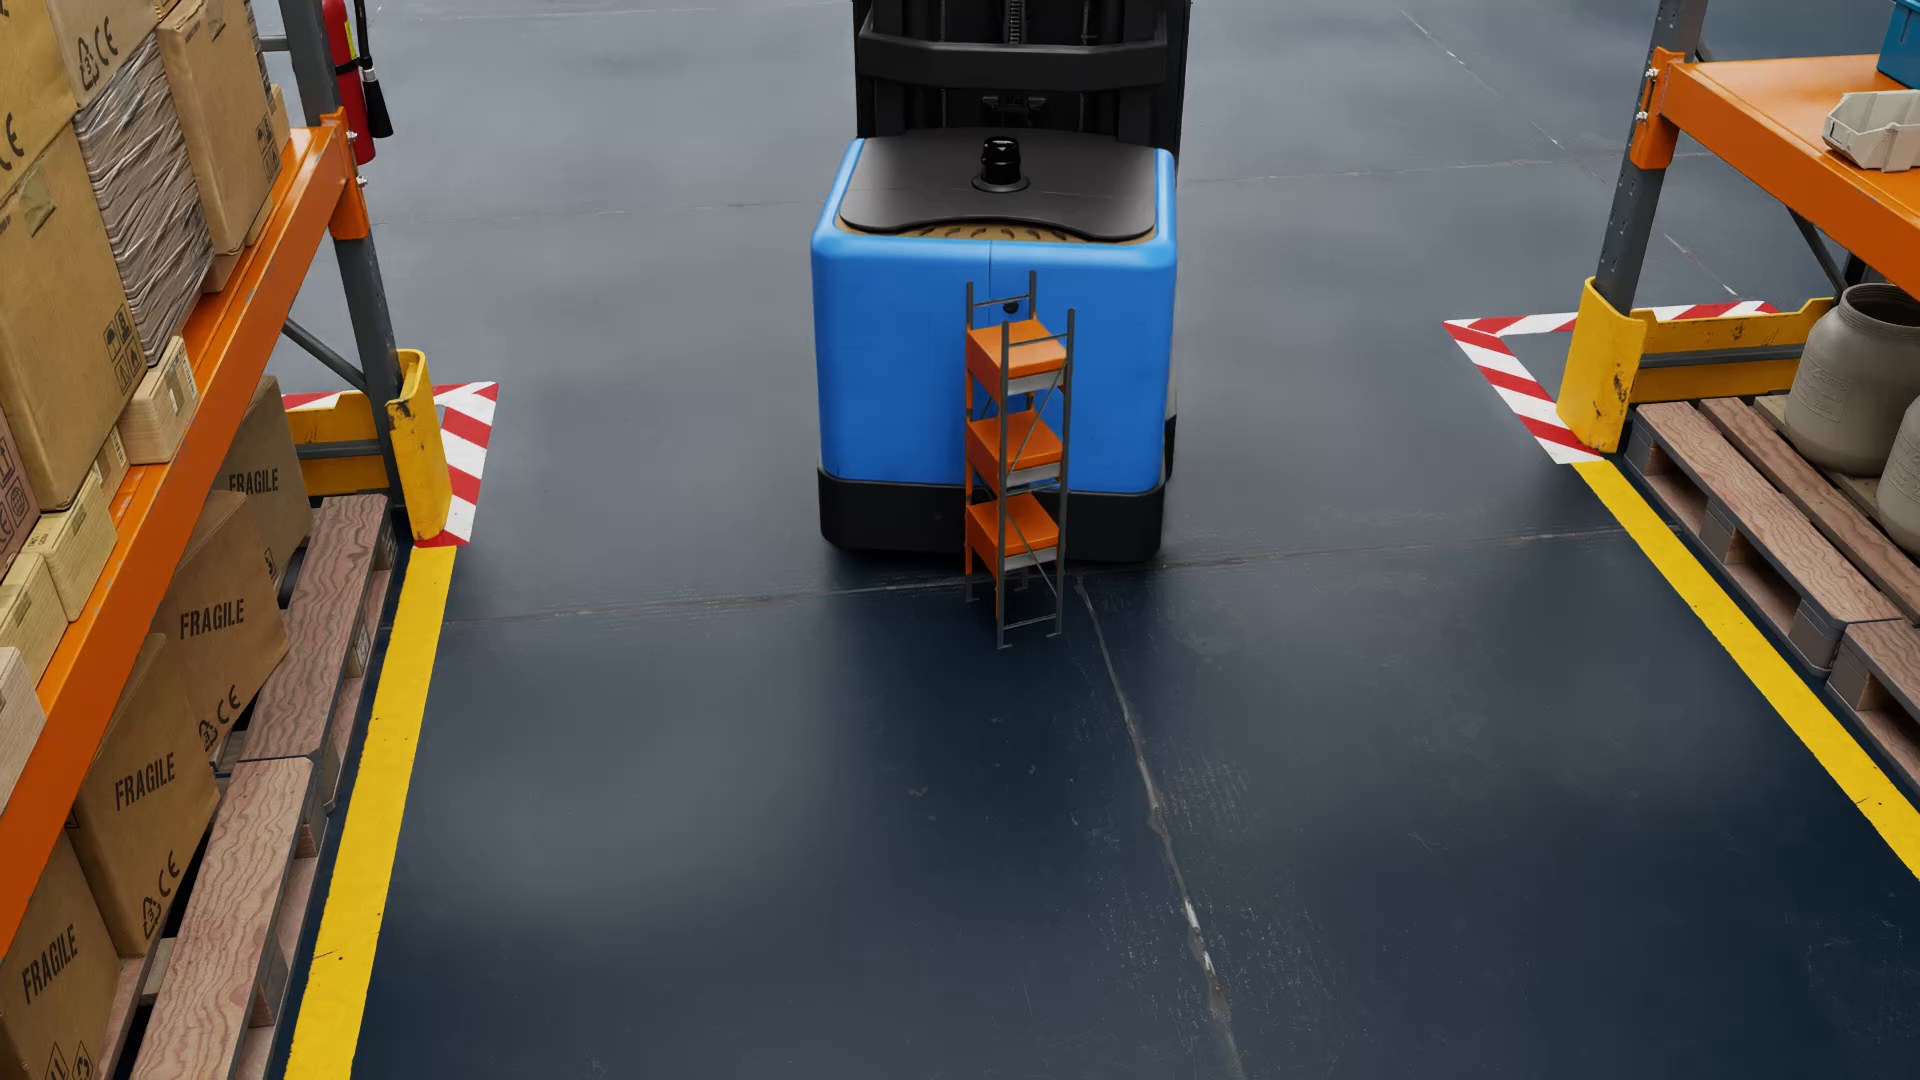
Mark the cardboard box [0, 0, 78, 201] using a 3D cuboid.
[{"bbox_3d":[-1.734,-0.788,2.501,0.500,0.500,0.500,-4,35,-6],"label":"cardboard box"}]

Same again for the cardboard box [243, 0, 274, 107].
[{"bbox_3d":[-2.203,-1.191,3.981,0.875,0.500,0.500,-4,35,-6],"label":"cardboard box"}]

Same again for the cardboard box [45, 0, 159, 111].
[{"bbox_3d":[-1.793,-1.067,2.912,0.500,0.500,0.500,-4,35,-6],"label":"cardboard box"}]

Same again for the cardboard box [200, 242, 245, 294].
[{"bbox_3d":[-1.871,-0.673,3.797,0.380,0.149,0.250,-4,35,-6],"label":"cardboard box"}]

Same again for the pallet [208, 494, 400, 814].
[{"bbox_3d":[-2.165,0.315,4.600,1.003,0.211,1.213,-4,35,-6],"label":"pallet"}]

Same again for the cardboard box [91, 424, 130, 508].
[{"bbox_3d":[-1.736,-0.115,2.978,0.380,0.149,0.250,-4,35,-6],"label":"cardboard box"}]

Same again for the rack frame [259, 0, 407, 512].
[{"bbox_3d":[-2.250,-1.336,4.547,1.000,3.000,0.127,-4,35,-6],"label":"rack frame"}]

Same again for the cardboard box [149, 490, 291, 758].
[{"bbox_3d":[-2.068,0.204,4.133,0.500,0.500,0.500,4,35,6],"label":"cardboard box"}]

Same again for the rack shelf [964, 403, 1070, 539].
[{"bbox_3d":[0.155,-0.194,4.621,0.215,0.259,0.240,-13,36,-18],"label":"rack shelf"}]

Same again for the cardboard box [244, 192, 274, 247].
[{"bbox_3d":[-1.889,-0.813,4.003,0.380,0.149,0.250,-4,35,-6],"label":"cardboard box"}]

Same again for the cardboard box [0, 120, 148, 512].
[{"bbox_3d":[-1.937,-0.359,2.760,0.875,0.500,0.500,-4,35,-6],"label":"cardboard box"}]

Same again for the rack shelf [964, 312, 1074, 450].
[{"bbox_3d":[0.155,-0.428,4.461,0.215,0.259,0.240,-13,36,-18],"label":"rack shelf"}]

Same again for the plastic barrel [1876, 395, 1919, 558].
[{"bbox_3d":[2.890,-0.215,4.738,0.421,0.512,0.421,0,34,0],"label":"plastic barrel"}]

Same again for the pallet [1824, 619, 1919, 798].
[{"bbox_3d":[2.980,0.613,4.163,1.003,0.211,1.213,-4,35,-6],"label":"pallet"}]

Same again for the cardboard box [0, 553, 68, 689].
[{"bbox_3d":[-1.635,0.162,2.572,0.380,0.149,0.250,-4,35,-6],"label":"cardboard box"}]

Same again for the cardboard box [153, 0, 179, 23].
[{"bbox_3d":[-1.858,-1.346,3.321,0.500,0.500,0.500,-4,35,-6],"label":"cardboard box"}]

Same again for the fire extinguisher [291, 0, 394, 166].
[{"bbox_3d":[-1.808,-1.403,4.713,0.296,0.674,0.183,-4,35,-6],"label":"fire extinguisher"}]

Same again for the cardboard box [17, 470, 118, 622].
[{"bbox_3d":[-1.657,0.021,2.778,0.380,0.149,0.250,-4,35,-6],"label":"cardboard box"}]

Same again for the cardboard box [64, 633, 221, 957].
[{"bbox_3d":[-2.002,0.555,3.619,0.500,0.500,0.500,-1,34,-2],"label":"cardboard box"}]

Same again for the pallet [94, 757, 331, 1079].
[{"bbox_3d":[-2.004,0.994,3.604,1.003,0.211,1.213,-4,35,-6],"label":"pallet"}]

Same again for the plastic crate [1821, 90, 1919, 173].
[{"bbox_3d":[2.460,-1.078,4.403,0.298,0.136,0.250,-4,35,-6],"label":"plastic crate"}]

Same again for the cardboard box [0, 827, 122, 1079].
[{"bbox_3d":[-1.972,0.870,3.157,0.500,0.500,0.500,-7,35,-11],"label":"cardboard box"}]

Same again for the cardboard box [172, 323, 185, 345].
[{"bbox_3d":[-1.822,-0.392,3.385,0.380,0.149,0.250,-4,35,-6],"label":"cardboard box"}]

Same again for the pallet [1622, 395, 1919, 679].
[{"bbox_3d":[2.819,-0.066,5.159,1.003,0.211,1.213,-4,35,-6],"label":"pallet"}]

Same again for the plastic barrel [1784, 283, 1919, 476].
[{"bbox_3d":[2.823,-0.495,5.149,0.421,0.512,0.421,0,34,0],"label":"plastic barrel"}]

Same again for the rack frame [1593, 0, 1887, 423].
[{"bbox_3d":[2.658,-1.711,5.097,1.000,3.000,0.127,-4,35,-6],"label":"rack frame"}]

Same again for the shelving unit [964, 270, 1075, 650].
[{"bbox_3d":[0.155,-0.203,4.615,0.215,1.050,0.252,-13,36,-18],"label":"shelving unit"}]

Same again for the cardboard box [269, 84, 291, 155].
[{"bbox_3d":[-2.007,-1.089,4.407,0.380,0.149,0.250,-4,35,-6],"label":"cardboard box"}]

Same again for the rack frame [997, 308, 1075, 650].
[{"bbox_3d":[0.200,-0.139,4.521,0.200,1.050,0.008,-13,36,-18],"label":"rack frame"}]

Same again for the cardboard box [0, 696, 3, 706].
[{"bbox_3d":[-1.743,0.195,1.948,0.875,0.500,0.500,-4,35,-6],"label":"cardboard box"}]

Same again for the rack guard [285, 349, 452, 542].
[{"bbox_3d":[-2.239,-0.260,5.188,1.175,0.500,0.348,-4,35,-6],"label":"rack guard"}]

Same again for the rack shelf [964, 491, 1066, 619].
[{"bbox_3d":[0.155,0.035,4.778,0.215,0.259,0.240,-13,36,-18],"label":"rack shelf"}]

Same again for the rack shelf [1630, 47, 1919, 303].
[{"bbox_3d":[2.927,-0.298,3.662,1.077,0.370,4.000,-4,35,-6],"label":"rack shelf"}]

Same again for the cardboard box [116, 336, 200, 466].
[{"bbox_3d":[-1.701,-0.259,3.190,0.380,0.149,0.250,-4,35,-6],"label":"cardboard box"}]

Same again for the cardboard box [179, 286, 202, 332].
[{"bbox_3d":[-1.878,-0.530,3.587,0.380,0.149,0.250,-4,35,-6],"label":"cardboard box"}]

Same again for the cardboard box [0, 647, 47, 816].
[{"bbox_3d":[-1.560,0.298,2.372,0.380,0.149,0.250,-4,35,-6],"label":"cardboard box"}]

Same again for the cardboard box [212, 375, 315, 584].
[{"bbox_3d":[-2.182,-0.127,4.619,0.500,0.500,0.500,2,34,2],"label":"cardboard box"}]

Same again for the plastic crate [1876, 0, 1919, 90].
[{"bbox_3d":[3.022,-1.393,4.762,0.499,0.251,0.616,-4,35,-6],"label":"plastic crate"}]

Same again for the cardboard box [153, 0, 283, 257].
[{"bbox_3d":[-2.017,-0.921,3.585,0.875,0.500,0.500,-4,35,-6],"label":"cardboard box"}]

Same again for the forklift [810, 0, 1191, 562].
[{"bbox_3d":[0.220,-1.955,5.515,1.130,2.935,3.031,3,34,4],"label":"forklift"}]

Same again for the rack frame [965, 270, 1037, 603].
[{"bbox_3d":[0.111,-0.267,4.709,0.200,1.050,0.008,-13,36,-18],"label":"rack frame"}]

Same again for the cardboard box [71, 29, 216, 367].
[{"bbox_3d":[-1.992,-0.639,3.171,0.875,0.500,0.500,-4,35,-6],"label":"cardboard box"}]

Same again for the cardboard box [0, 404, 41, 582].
[{"bbox_3d":[-1.910,-0.077,2.346,0.875,0.500,0.500,-4,35,-6],"label":"cardboard box"}]

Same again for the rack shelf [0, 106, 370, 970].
[{"bbox_3d":[-1.981,0.078,3.111,1.077,0.370,4.000,-4,35,-6],"label":"rack shelf"}]

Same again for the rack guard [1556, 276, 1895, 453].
[{"bbox_3d":[2.715,-0.639,5.744,1.175,0.500,0.348,-4,35,-6],"label":"rack guard"}]
